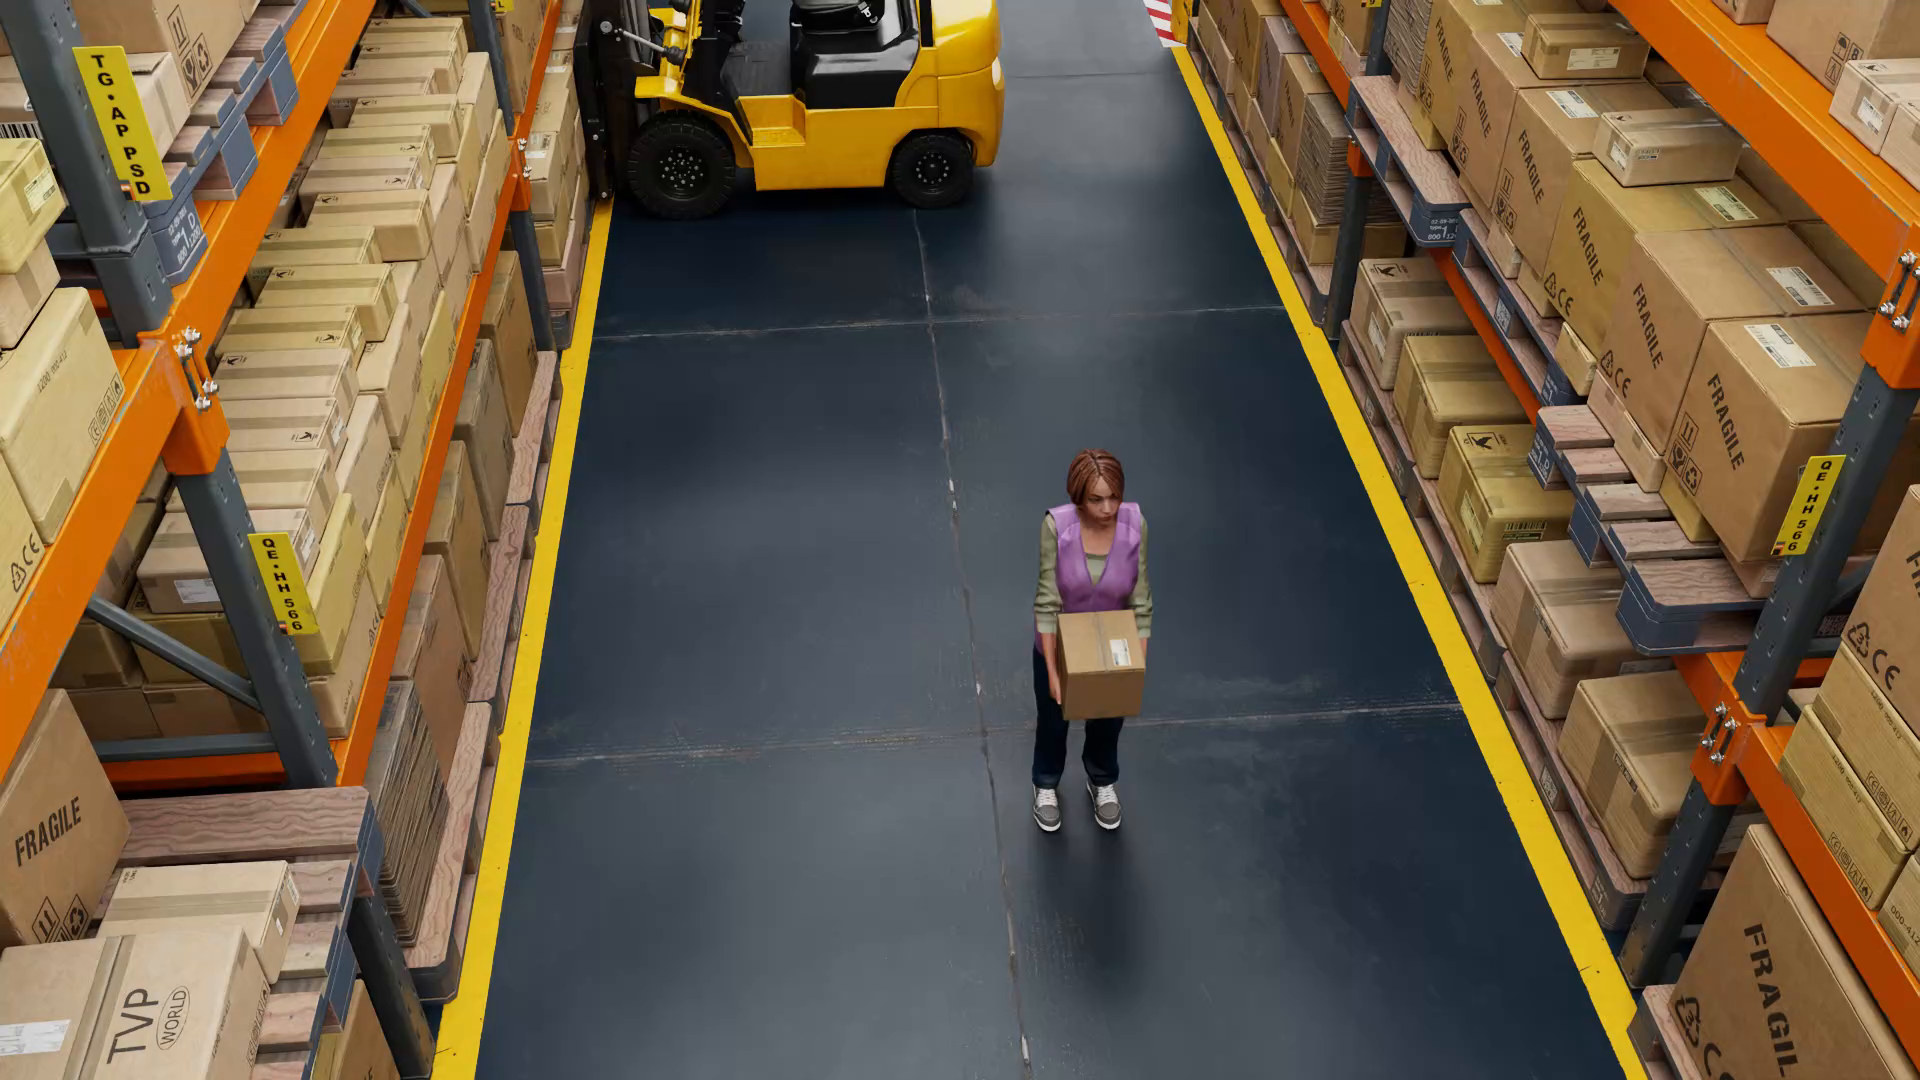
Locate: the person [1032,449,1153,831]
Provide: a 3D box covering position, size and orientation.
[{"bbox_3d":[0.441,0.417,5.663,0.396,1.598,0.493,-3,40,-4],"label":"person"}]
